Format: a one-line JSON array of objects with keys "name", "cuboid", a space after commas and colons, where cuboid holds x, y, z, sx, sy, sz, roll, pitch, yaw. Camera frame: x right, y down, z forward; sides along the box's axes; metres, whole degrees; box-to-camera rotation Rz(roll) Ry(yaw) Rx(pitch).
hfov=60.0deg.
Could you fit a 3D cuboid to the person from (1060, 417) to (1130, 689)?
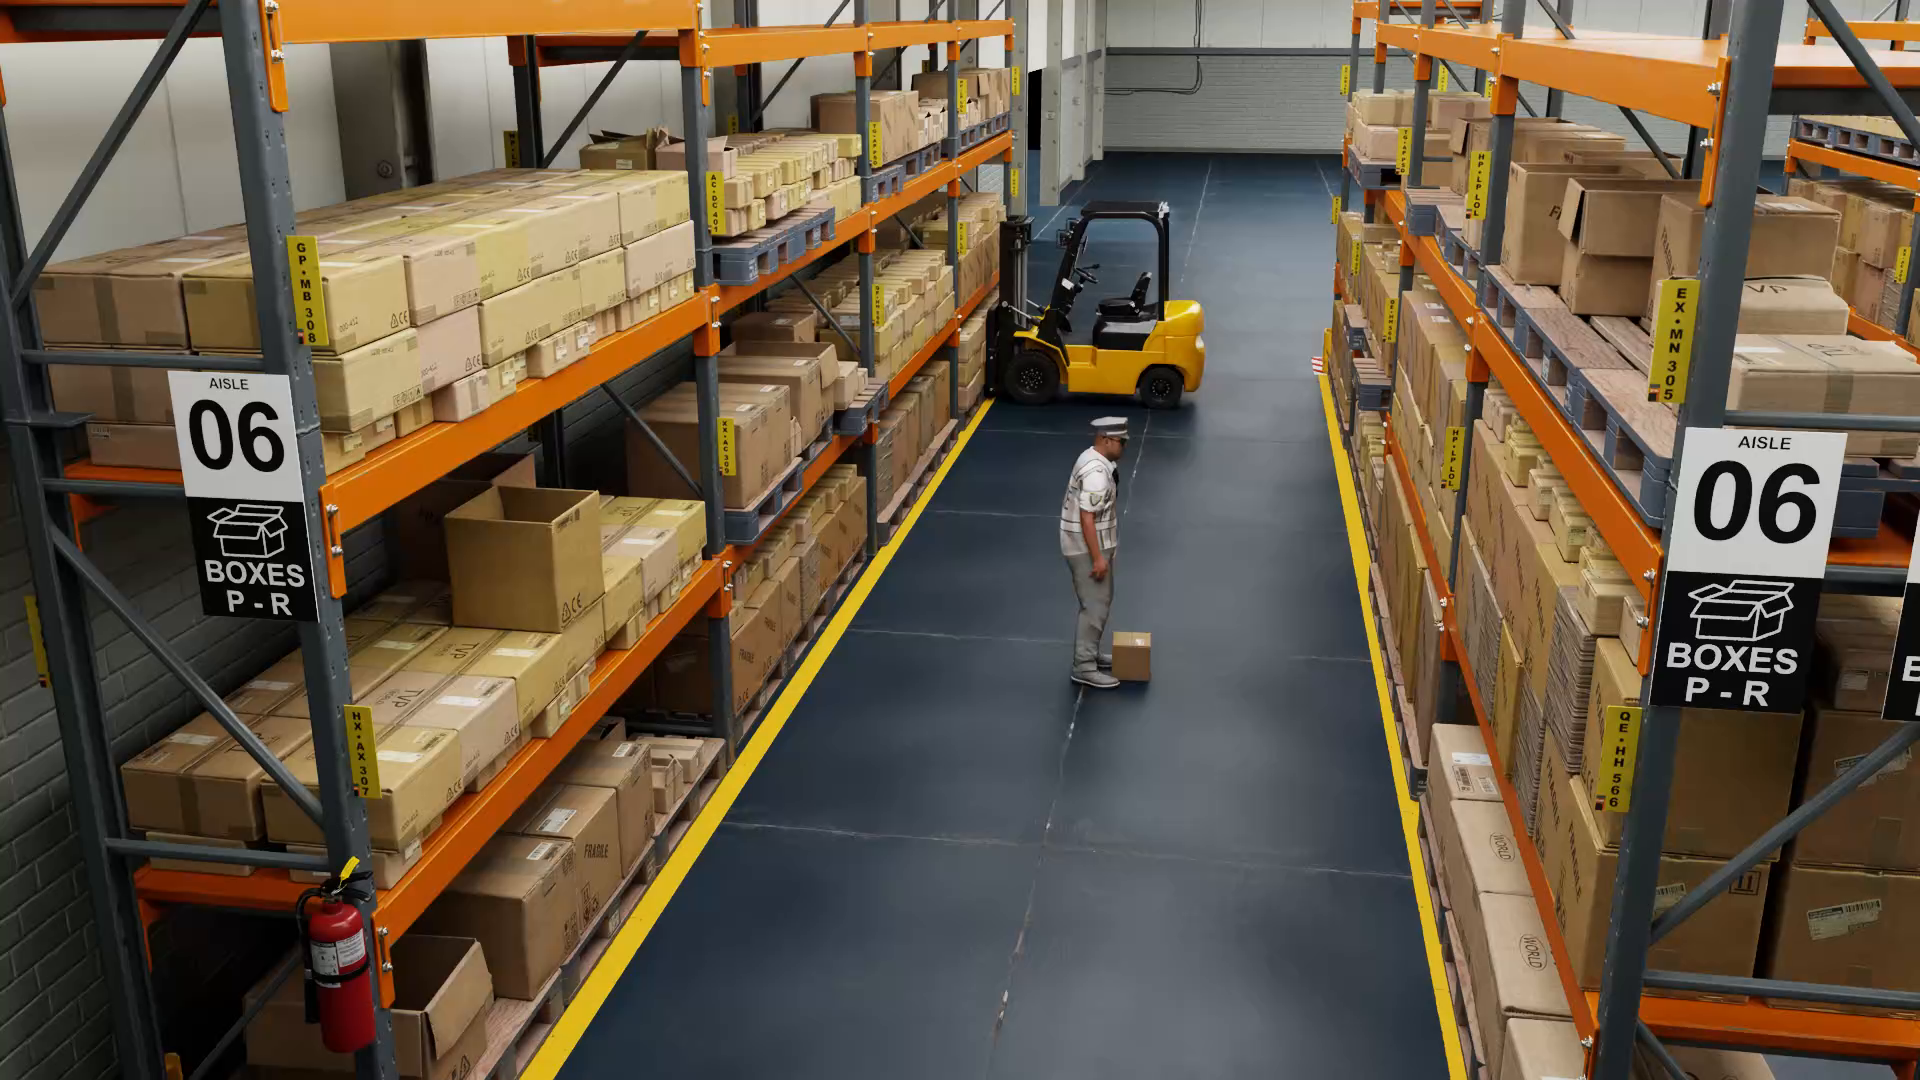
[{"name": "person", "cuboid": [0.871, 0.051, 10.881, 0.435, 1.748, 0.593, 2, 18, 8]}]
